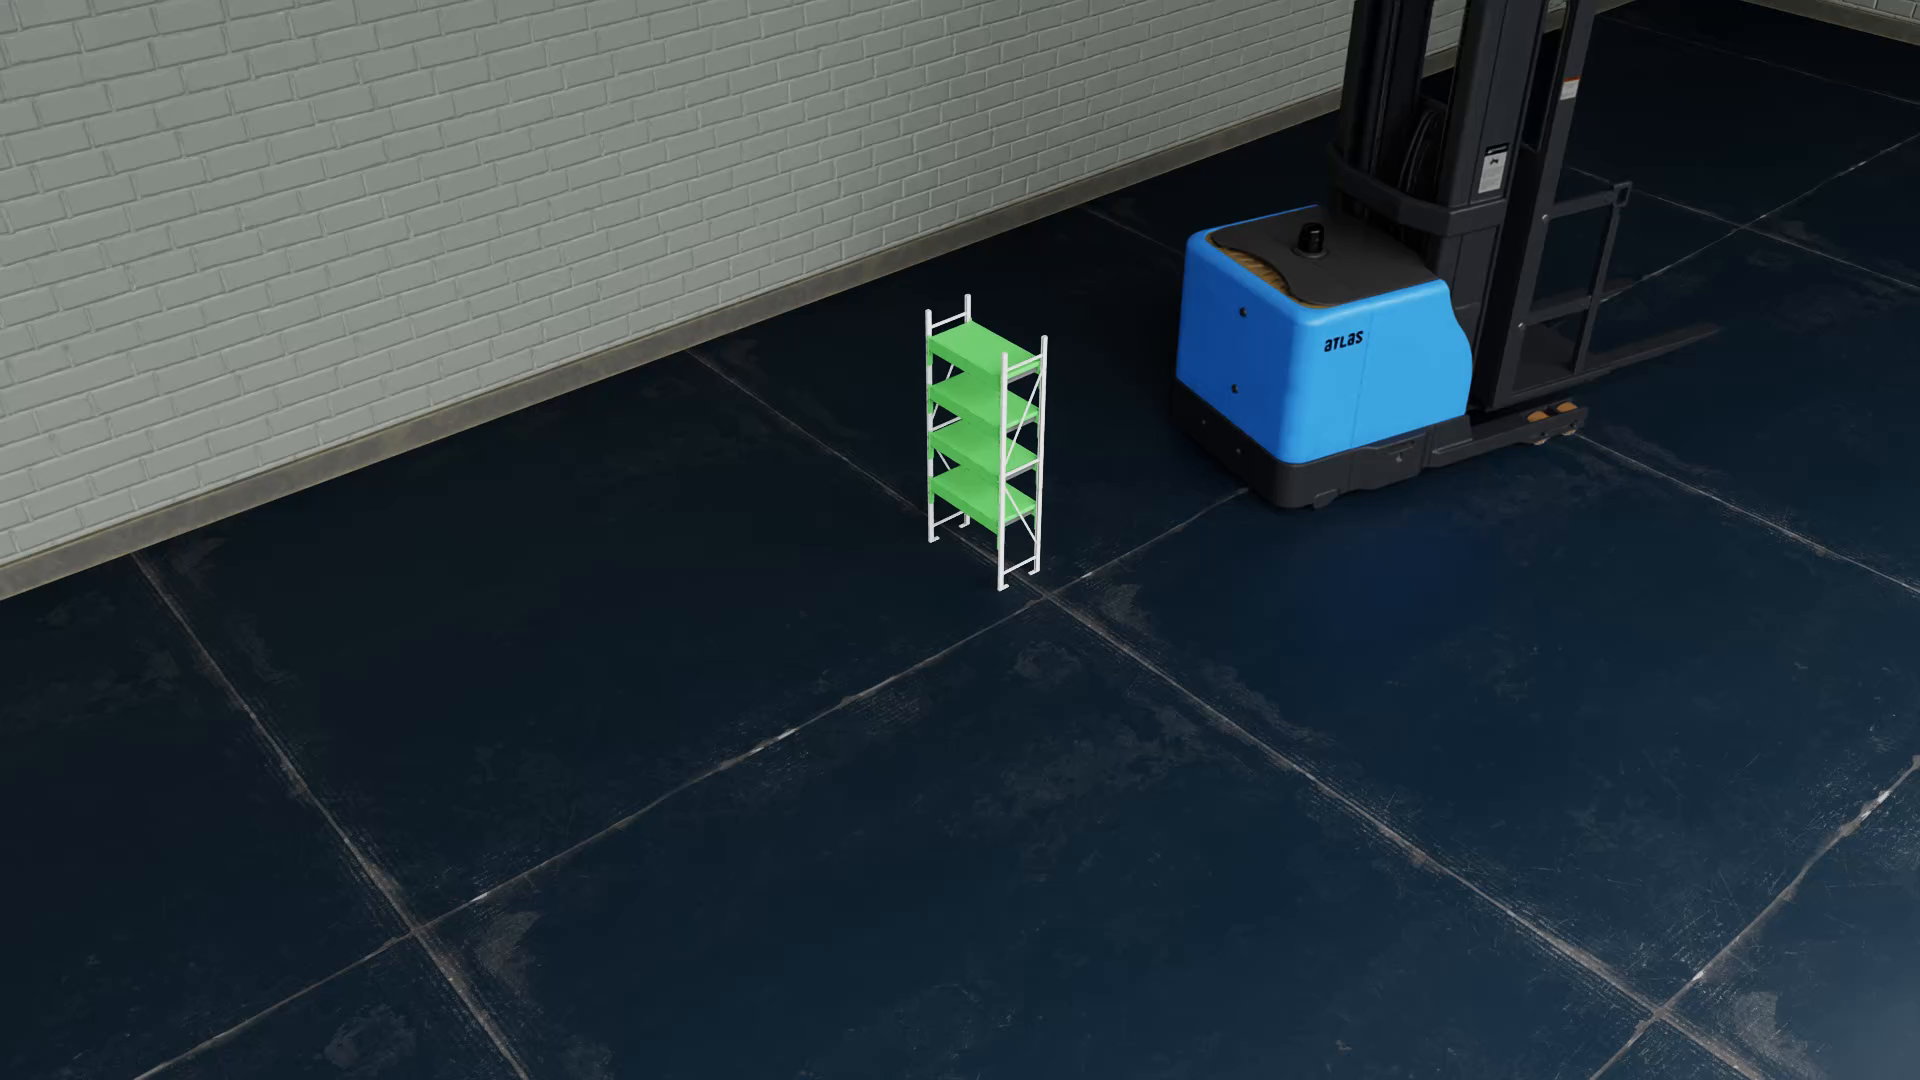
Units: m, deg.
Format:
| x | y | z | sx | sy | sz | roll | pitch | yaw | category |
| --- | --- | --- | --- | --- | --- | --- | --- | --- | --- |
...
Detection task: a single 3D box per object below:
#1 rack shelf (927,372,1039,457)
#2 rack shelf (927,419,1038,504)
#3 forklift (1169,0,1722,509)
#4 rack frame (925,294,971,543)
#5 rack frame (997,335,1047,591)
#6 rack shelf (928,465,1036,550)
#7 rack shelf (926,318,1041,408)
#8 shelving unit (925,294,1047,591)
| x | y | z | sx | sy | sz | roll | pitch | yaw | category |
| --- | --- | --- | --- | --- | --- | --- | --- | --- | --- |
| 0.107 | -0.560 | 7.198 | 0.258 | 0.148 | 0.480 | -26 | 43 | -32 | rack shelf |
| 0.107 | -0.364 | 7.337 | 0.258 | 0.148 | 0.480 | -26 | 43 | -32 | rack shelf |
| 2.620 | -1.933 | 7.944 | 3.031 | 2.935 | 1.130 | -17 | 39 | -22 | forklift |
| -0.051 | -0.524 | 7.452 | 0.240 | 1.200 | 0.015 | -26 | 43 | -32 | rack frame |
| 0.264 | -0.309 | 7.148 | 0.240 | 1.200 | 0.015 | -26 | 43 | -32 | rack frame |
| 0.107 | -0.169 | 7.476 | 0.258 | 0.148 | 0.480 | -26 | 43 | -32 | rack shelf |
| 0.107 | -0.756 | 7.060 | 0.258 | 0.148 | 0.480 | -26 | 43 | -32 | rack shelf |
| 0.107 | -0.417 | 7.300 | 0.258 | 1.200 | 0.503 | -26 | 43 | -32 | shelving unit |
